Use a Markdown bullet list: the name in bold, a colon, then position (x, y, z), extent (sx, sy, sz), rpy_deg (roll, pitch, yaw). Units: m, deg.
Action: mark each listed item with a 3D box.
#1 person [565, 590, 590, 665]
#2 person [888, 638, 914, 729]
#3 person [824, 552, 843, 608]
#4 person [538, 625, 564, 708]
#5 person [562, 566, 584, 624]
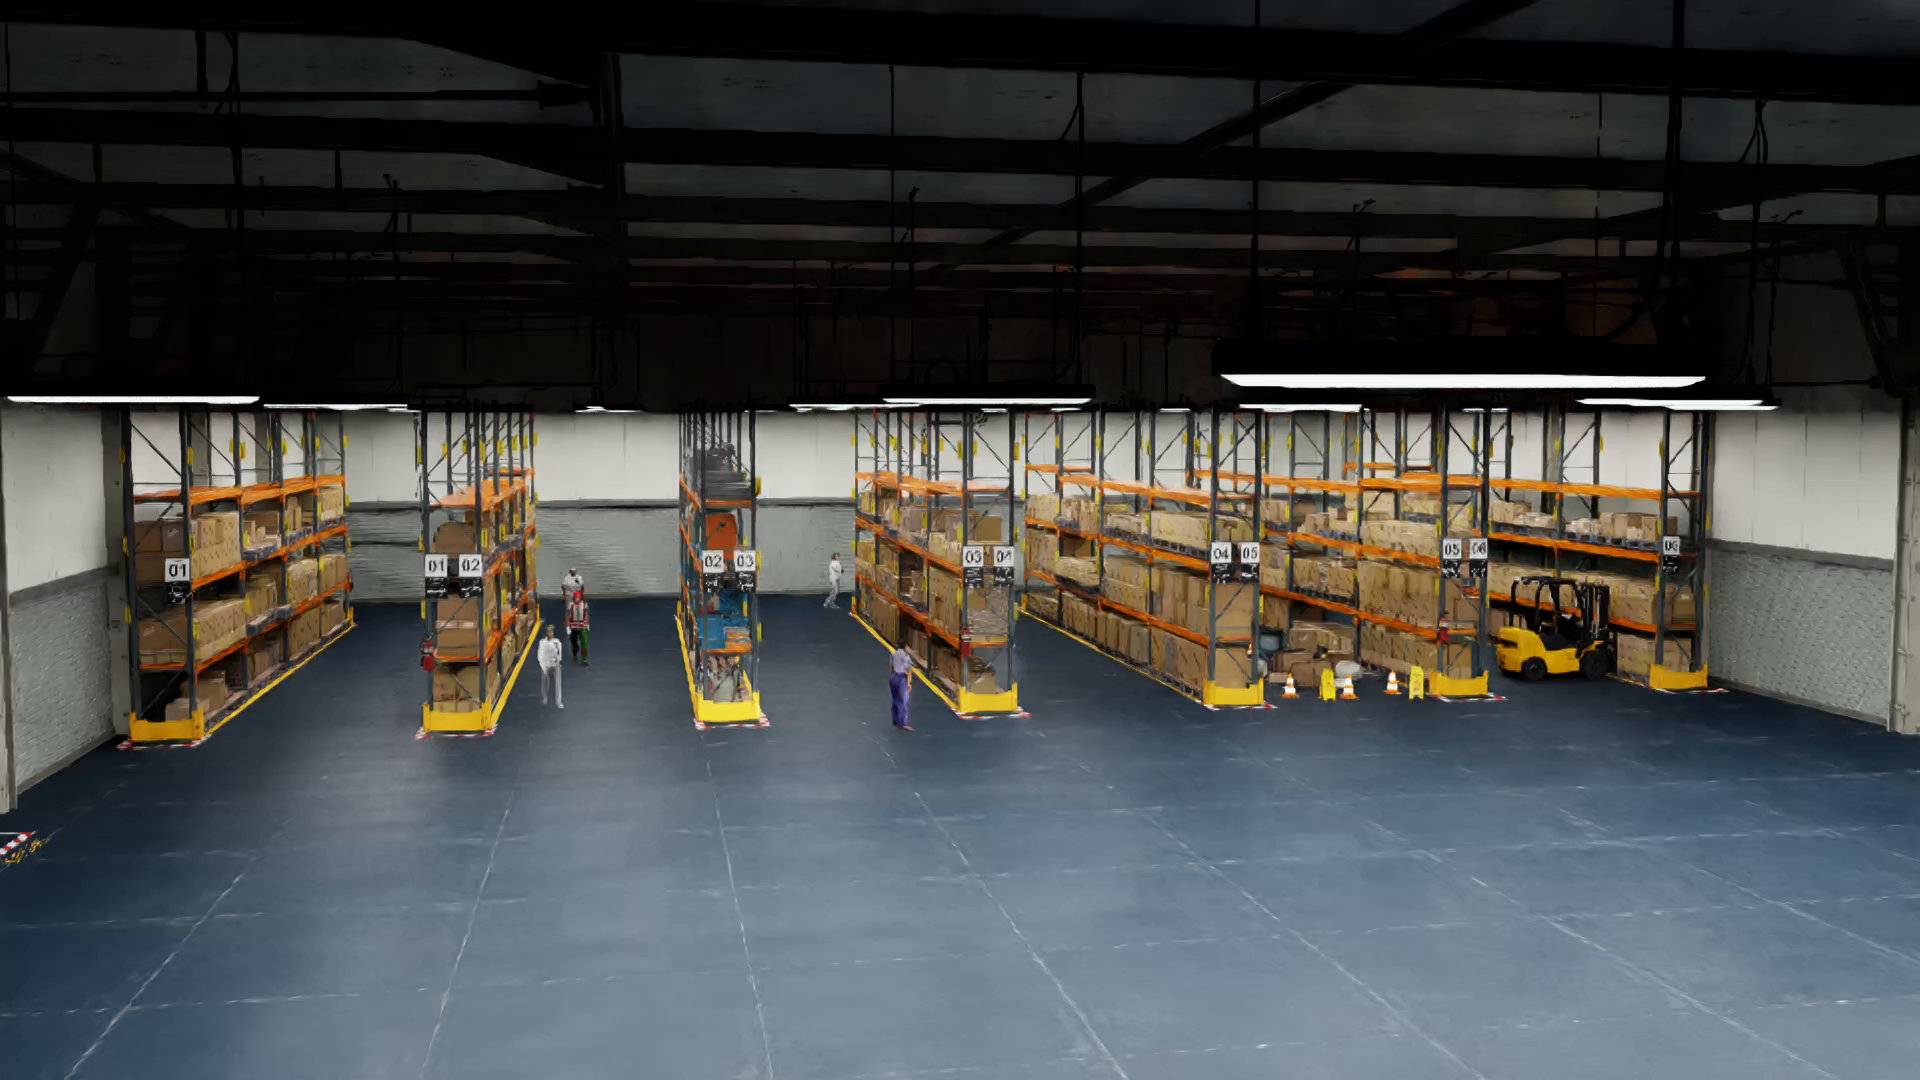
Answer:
- **person**: position (-8.747, 1.983, 38.063), extent (0.556, 1.709, 1.127), rpy_deg (-1, 4, -13)
- **person**: position (-1.056, 2.609, 30.328), extent (0.425, 1.643, 0.539), rpy_deg (-4, 6, -43)
- **person**: position (-3.743, 1.185, 49.044), extent (0.454, 1.659, 0.642), rpy_deg (2, 5, 20)
- **person**: position (-8.007, 2.445, 32.478), extent (0.483, 1.621, 0.995), rpy_deg (-2, 5, -20)
- **person**: position (-10.530, 1.503, 45.264), extent (0.592, 1.629, 0.532), rpy_deg (-1, 4, -13)
